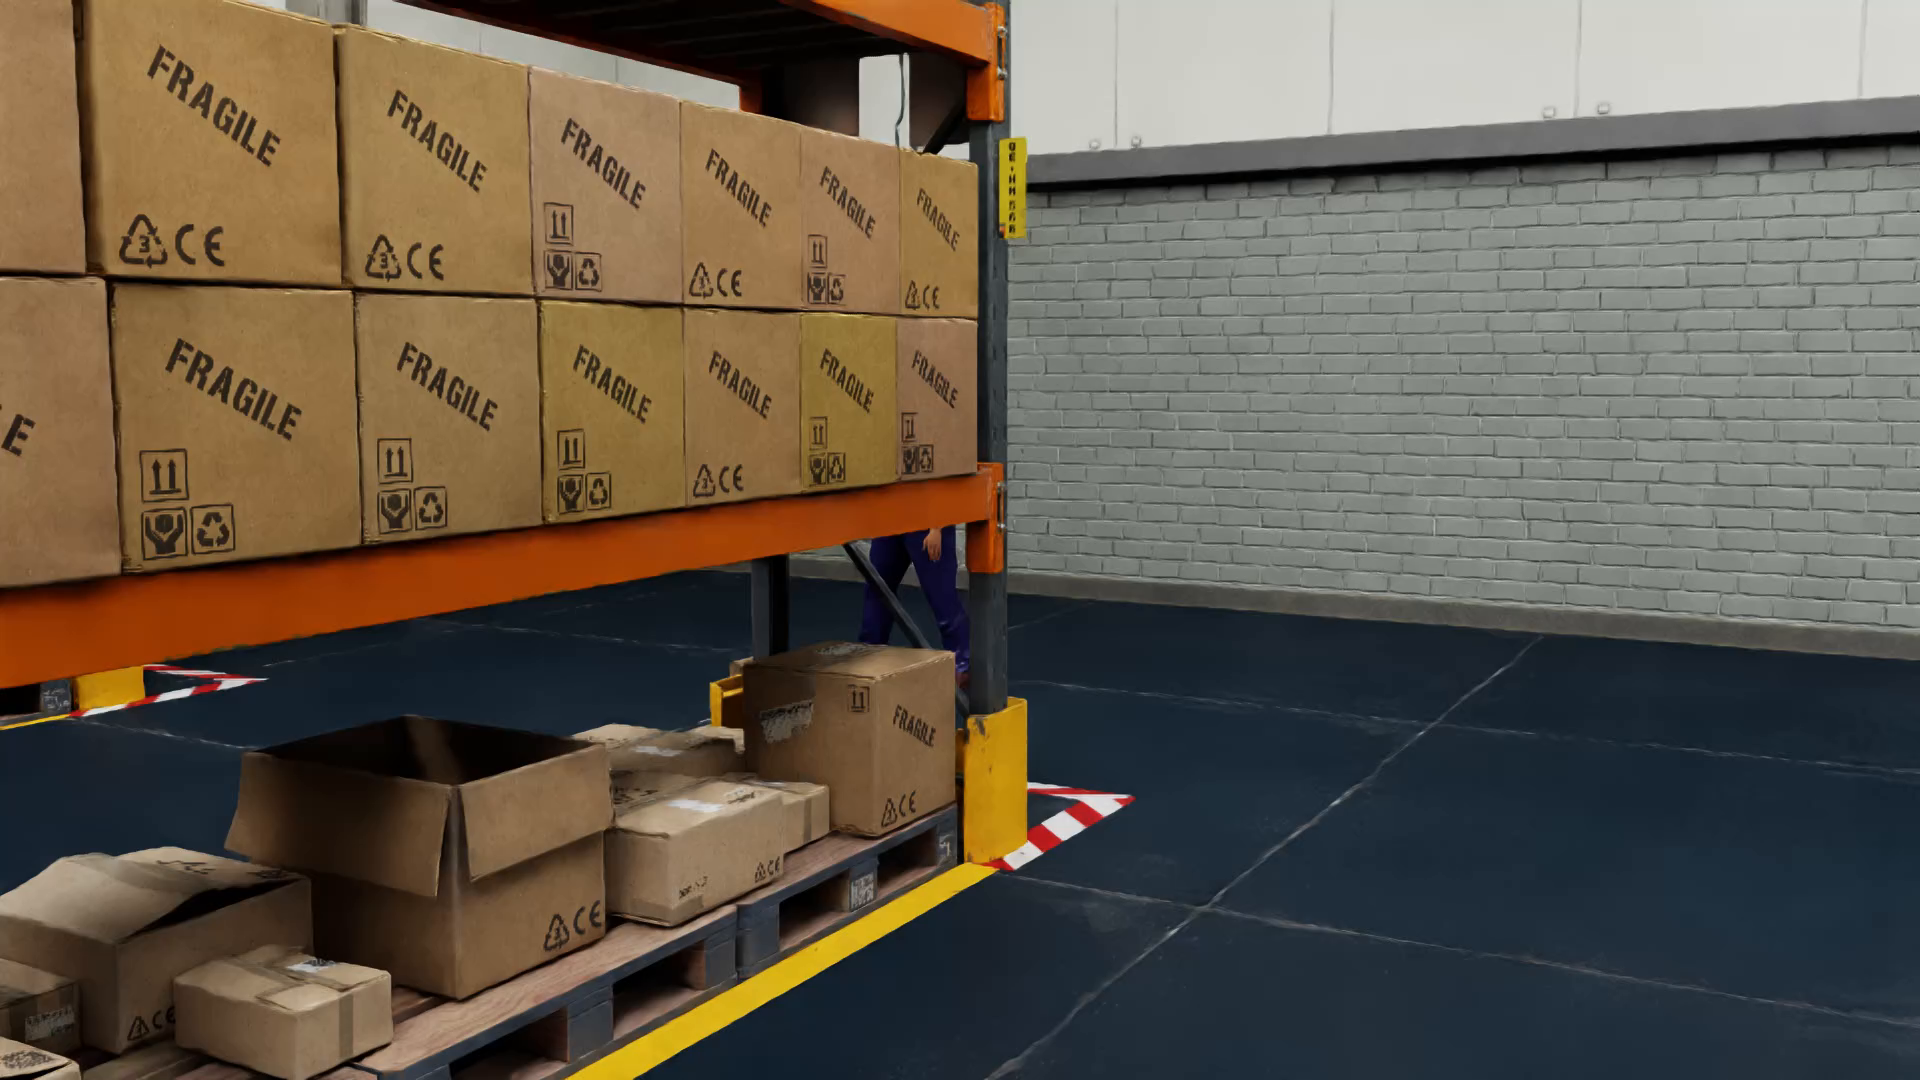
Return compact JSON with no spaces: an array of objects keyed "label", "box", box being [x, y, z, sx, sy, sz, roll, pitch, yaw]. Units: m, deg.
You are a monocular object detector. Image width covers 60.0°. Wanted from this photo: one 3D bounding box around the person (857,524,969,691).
[{"label":"person","box":[-0.286,-0.061,8.450,0.610,1.621,0.677,-4,7,-34]}]
